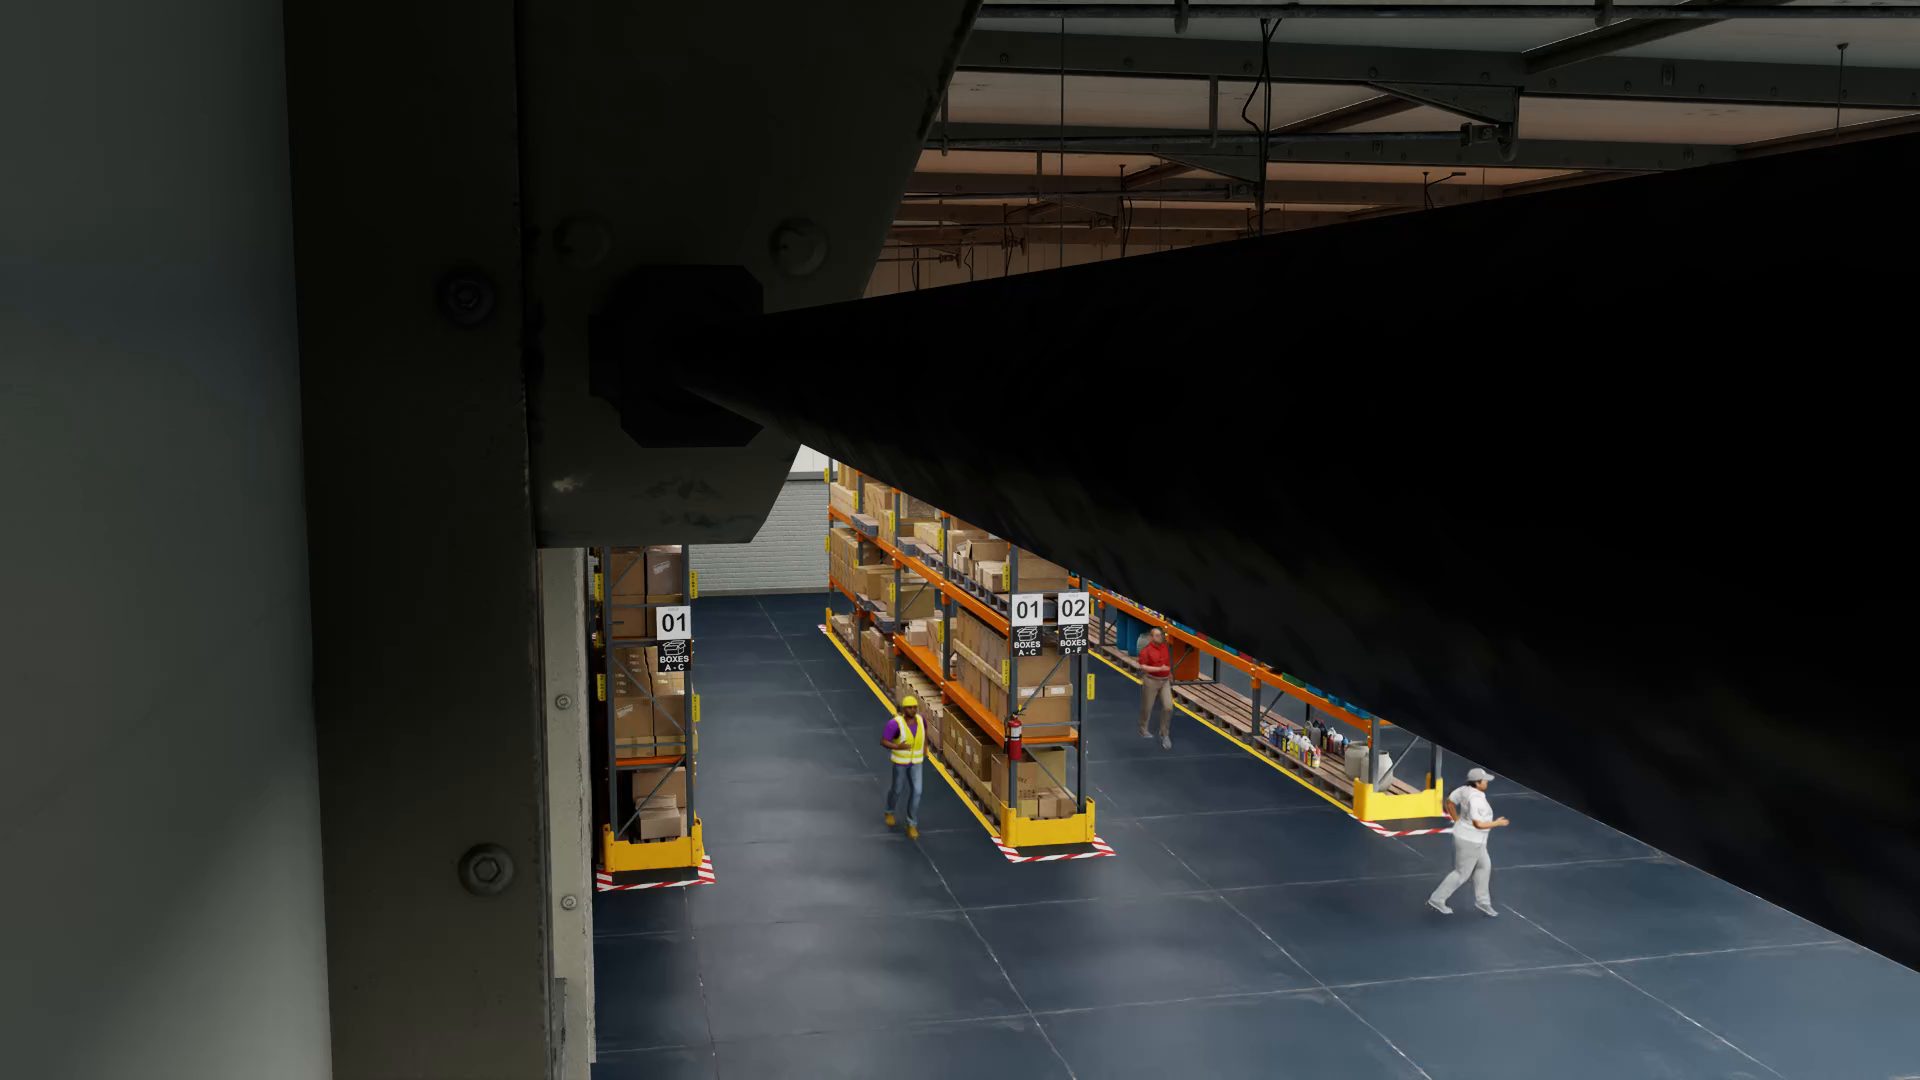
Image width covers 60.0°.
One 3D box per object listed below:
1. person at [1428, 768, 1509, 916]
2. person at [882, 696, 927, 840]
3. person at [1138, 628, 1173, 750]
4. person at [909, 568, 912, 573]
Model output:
[{"bbox_3d":[5.595,3.353,18.323,0.836,1.709,0.564,1,7,8],"label":"person"},{"bbox_3d":[-0.689,2.898,21.518,0.707,1.809,0.828,-3,7,-22],"label":"person"},{"bbox_3d":[2.995,2.254,25.247,0.633,1.843,0.739,-3,7,-25],"label":"person"},{"bbox_3d":[-1.274,1.124,37.510,0.534,1.553,0.577,4,8,28],"label":"person"}]
